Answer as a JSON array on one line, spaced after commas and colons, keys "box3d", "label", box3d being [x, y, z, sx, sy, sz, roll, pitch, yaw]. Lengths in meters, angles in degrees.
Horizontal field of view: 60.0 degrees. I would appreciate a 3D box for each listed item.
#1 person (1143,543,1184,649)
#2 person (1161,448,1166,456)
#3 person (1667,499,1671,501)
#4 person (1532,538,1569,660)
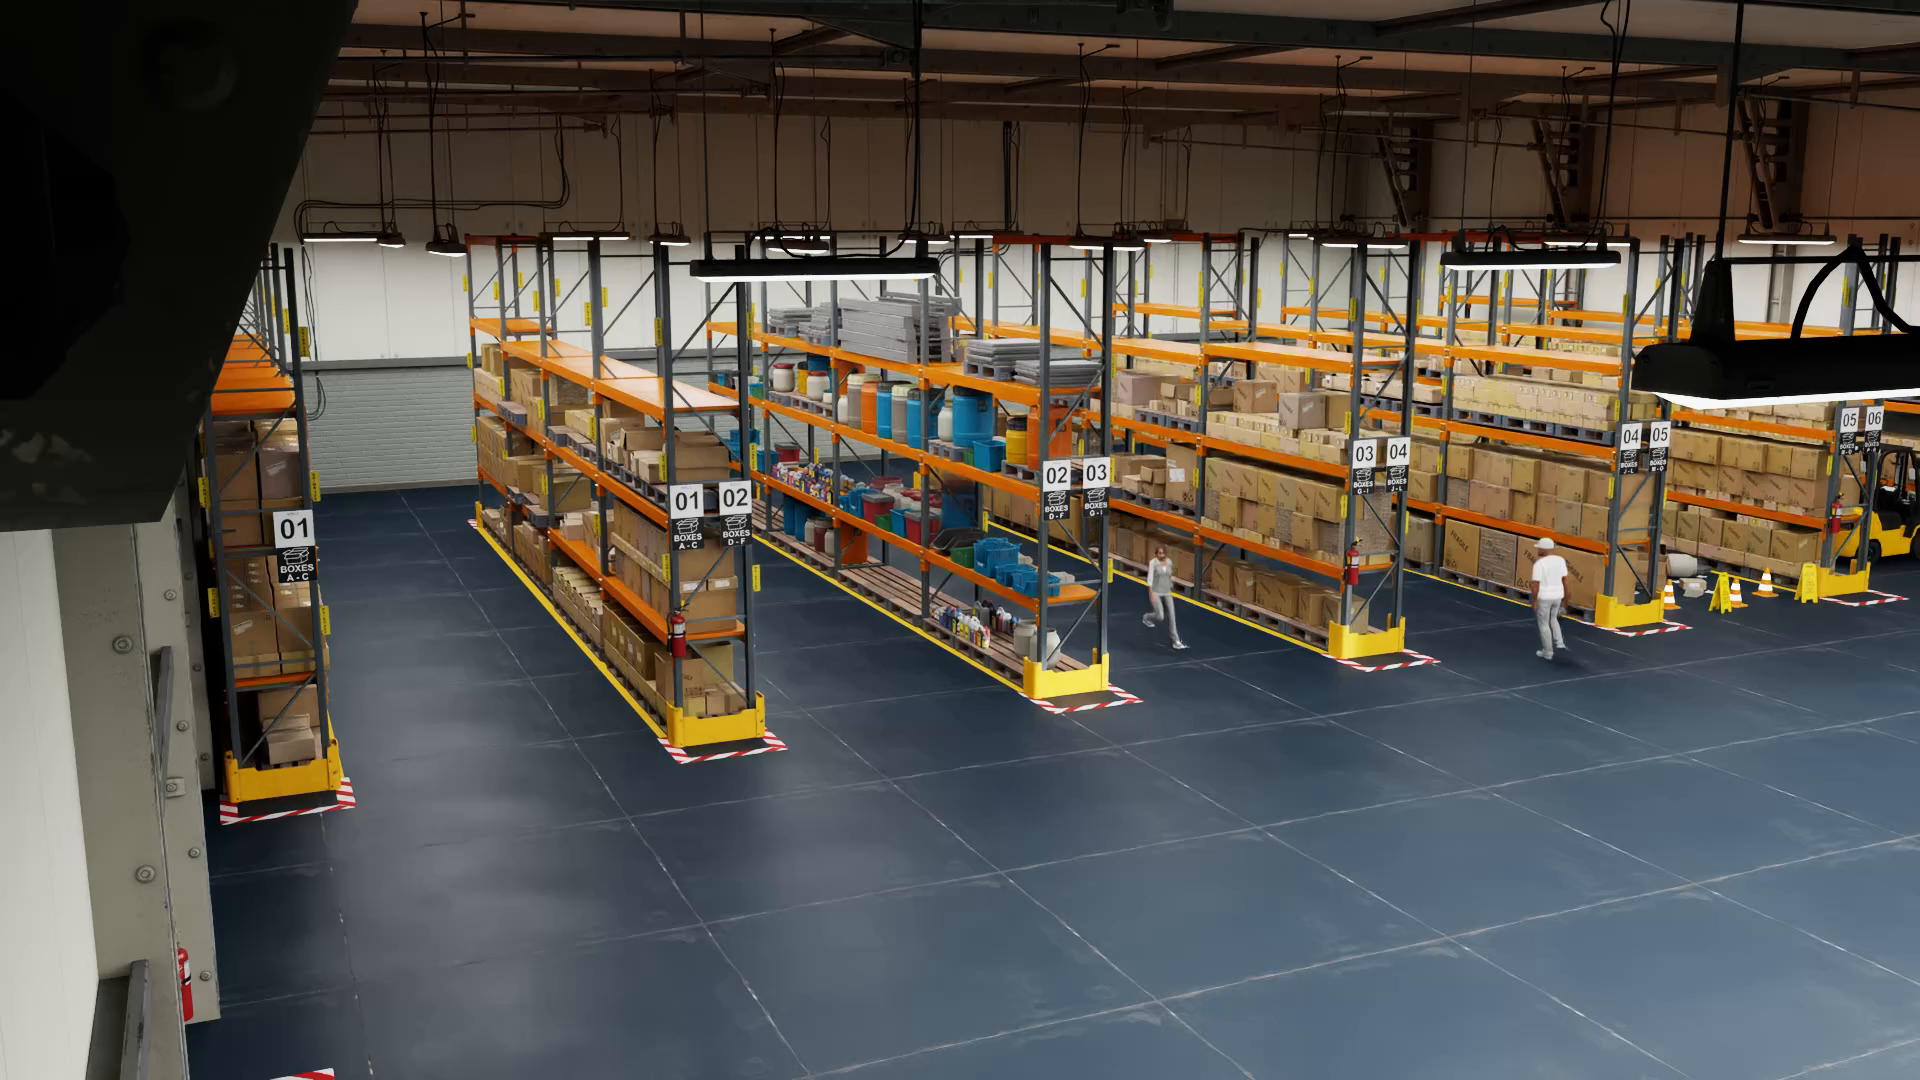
[{"box3d": [3.006, 0.821, 24.730, 0.454, 1.553, 0.804, -3, 11, -17], "label": "person"}, {"box3d": [5.613, -3.112, 44.590, 0.606, 1.713, 0.552, -6, 12, -28], "label": "person"}, {"box3d": [14.454, -1.024, 33.711, 0.610, 1.780, 0.486, -9, 14, -39], "label": "person"}, {"box3d": [8.556, 0.847, 24.126, 0.619, 1.750, 0.496, -3, 11, -13], "label": "person"}]
